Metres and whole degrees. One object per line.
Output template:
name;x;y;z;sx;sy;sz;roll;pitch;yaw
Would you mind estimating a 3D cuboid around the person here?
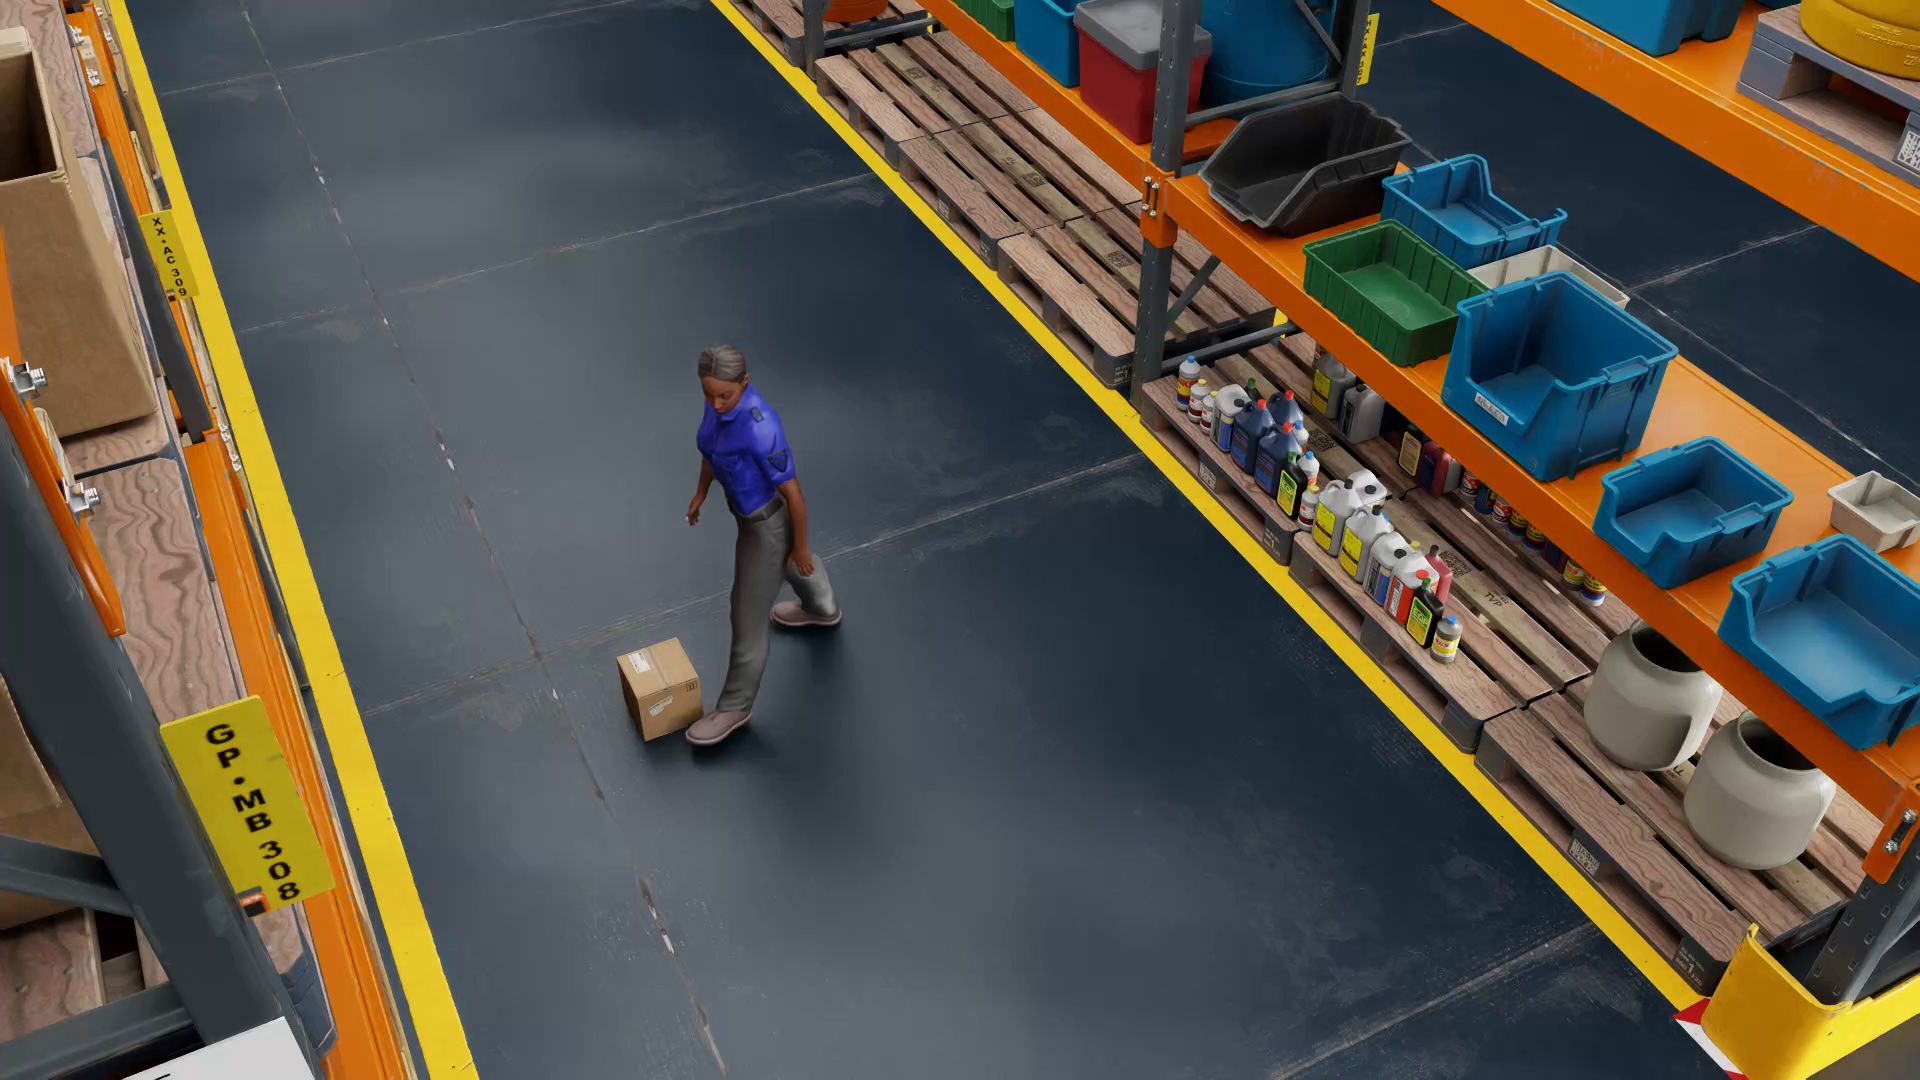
person;-0.797;-0.063;6.225;0.797;1.617;0.660;-15;44;-17
